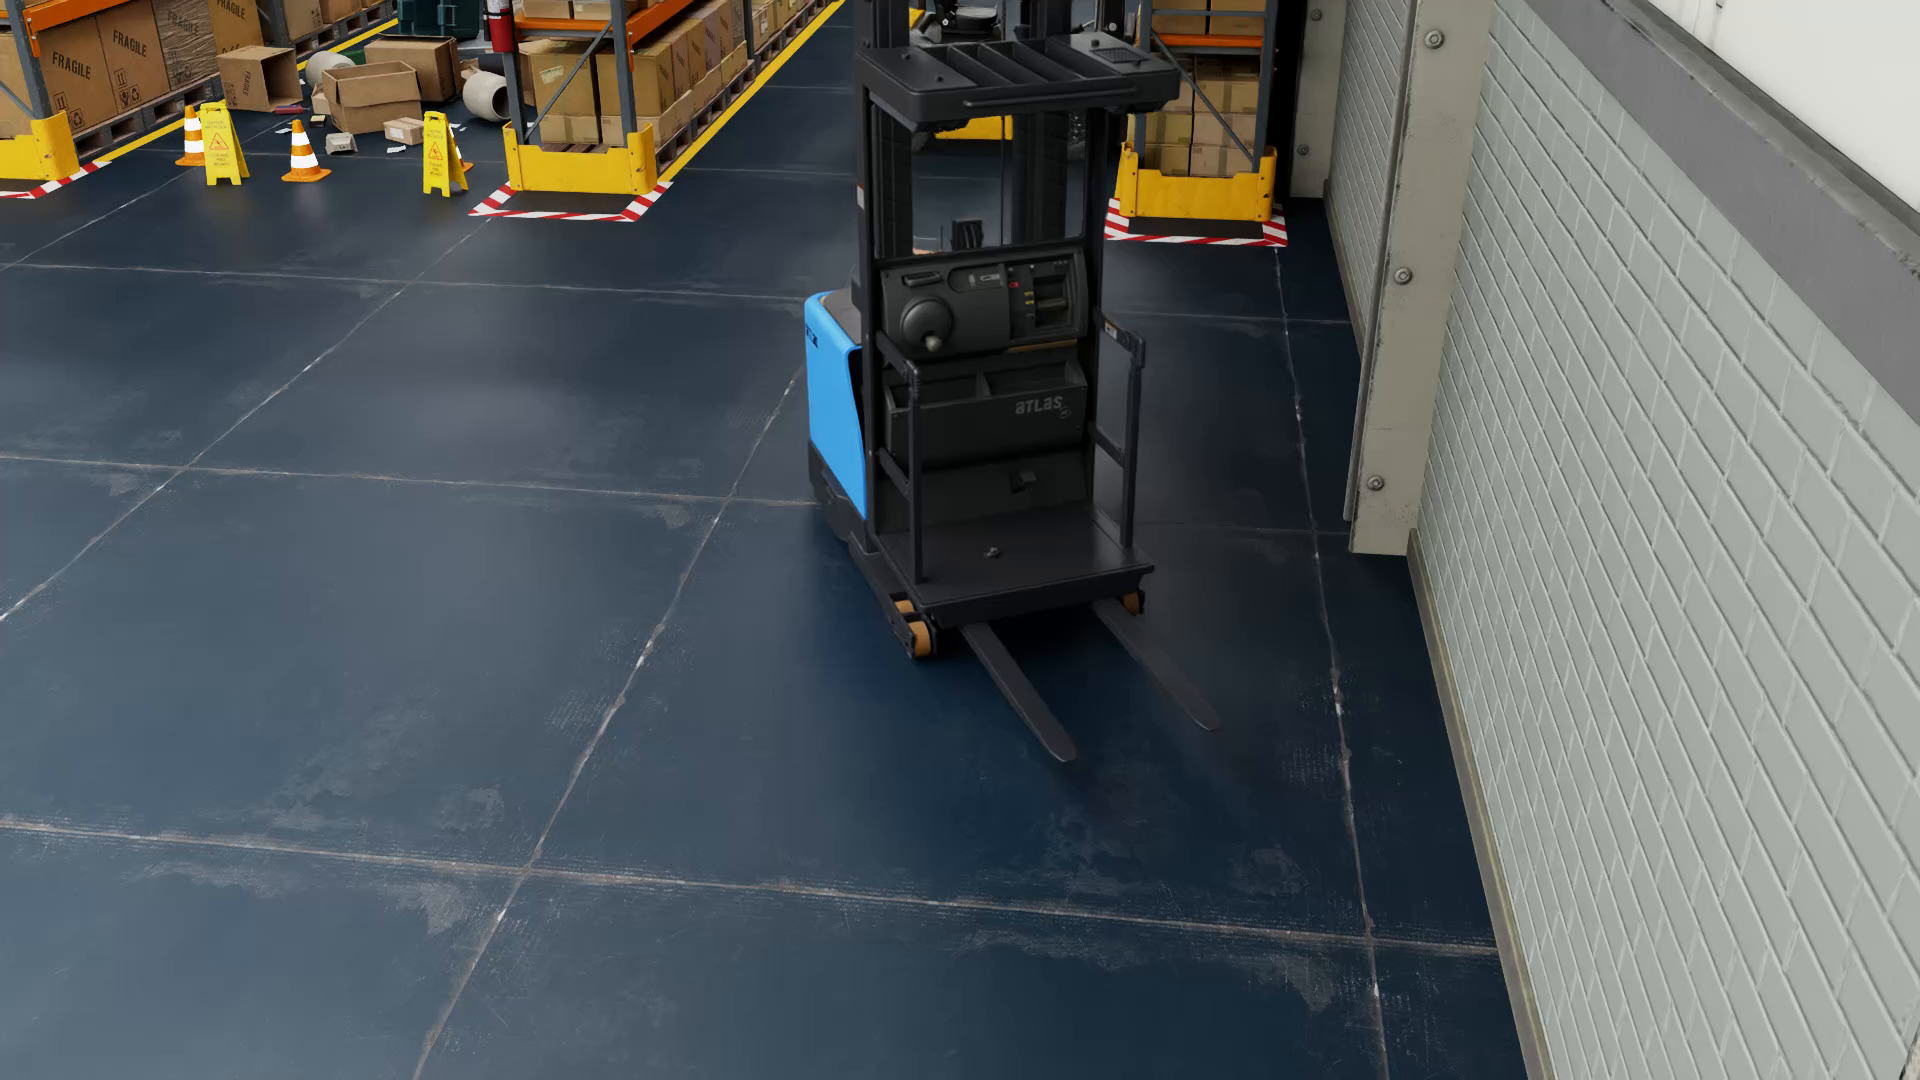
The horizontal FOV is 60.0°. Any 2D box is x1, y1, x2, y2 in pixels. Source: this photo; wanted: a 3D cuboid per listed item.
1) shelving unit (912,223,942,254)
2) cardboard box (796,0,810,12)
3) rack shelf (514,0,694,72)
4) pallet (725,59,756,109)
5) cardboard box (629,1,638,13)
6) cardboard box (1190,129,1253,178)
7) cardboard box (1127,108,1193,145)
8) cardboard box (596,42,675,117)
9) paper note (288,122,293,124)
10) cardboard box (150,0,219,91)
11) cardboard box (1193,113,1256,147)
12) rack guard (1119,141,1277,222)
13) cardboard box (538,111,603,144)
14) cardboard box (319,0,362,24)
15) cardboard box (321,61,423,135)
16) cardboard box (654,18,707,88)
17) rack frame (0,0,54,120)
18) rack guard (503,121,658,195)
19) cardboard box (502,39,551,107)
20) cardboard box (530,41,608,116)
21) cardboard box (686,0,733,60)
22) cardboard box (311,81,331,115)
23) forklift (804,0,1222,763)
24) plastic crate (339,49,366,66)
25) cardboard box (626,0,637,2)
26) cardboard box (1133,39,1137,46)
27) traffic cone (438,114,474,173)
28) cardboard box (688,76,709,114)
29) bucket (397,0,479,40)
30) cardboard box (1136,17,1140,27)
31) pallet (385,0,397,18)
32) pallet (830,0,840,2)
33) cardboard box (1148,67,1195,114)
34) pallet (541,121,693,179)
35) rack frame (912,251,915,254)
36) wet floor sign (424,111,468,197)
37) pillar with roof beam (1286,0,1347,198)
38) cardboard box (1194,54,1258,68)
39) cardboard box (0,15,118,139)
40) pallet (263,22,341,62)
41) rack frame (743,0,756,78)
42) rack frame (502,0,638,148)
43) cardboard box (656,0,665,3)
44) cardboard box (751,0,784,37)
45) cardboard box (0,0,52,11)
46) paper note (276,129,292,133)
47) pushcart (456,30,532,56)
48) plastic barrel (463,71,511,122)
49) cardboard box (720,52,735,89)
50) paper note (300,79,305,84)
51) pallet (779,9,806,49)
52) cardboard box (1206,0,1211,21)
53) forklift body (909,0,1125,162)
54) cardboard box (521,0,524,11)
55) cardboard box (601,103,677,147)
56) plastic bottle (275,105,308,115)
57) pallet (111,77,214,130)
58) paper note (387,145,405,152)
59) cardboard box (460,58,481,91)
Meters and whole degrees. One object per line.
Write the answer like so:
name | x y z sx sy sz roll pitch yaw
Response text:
shelving unit | -0.279 -1.058 8.949 0.258 1.200 0.503 7 29 13
cardboard box | -2.269 -6.362 19.223 0.950 0.372 0.625 3 28 5
rack shelf | -2.842 -4.806 14.766 1.077 0.370 4.000 3 28 6
pallet | -2.645 -4.518 16.414 1.003 0.211 1.213 3 28 6
cardboard box | -2.824 -4.338 13.404 0.380 0.149 0.250 4 29 7
cardboard box | 2.094 -3.088 13.276 0.500 0.250 0.500 3 29 6
cardboard box | 1.589 -3.336 13.209 0.500 0.250 0.500 3 28 6
cardboard box | -2.712 -3.860 13.918 0.500 0.500 0.500 2 28 4
paper note | -6.179 -3.877 15.437 0.032 0.001 0.123 20 34 32
cardboard box | -7.776 -4.837 15.863 0.875 0.875 0.875 4 29 7
cardboard box | 2.103 -3.298 13.138 0.500 0.250 0.500 4 29 7
rack guard | 1.836 -2.782 12.888 1.175 0.500 0.348 3 28 6
cardboard box | -3.252 -3.563 14.157 0.500 0.250 0.500 3 28 6
cardboard box | -7.414 -6.250 18.617 1.050 0.750 0.750 3 28 6
cardboard box | -5.385 -4.056 15.248 0.797 0.503 0.637 -17 33 -29
cardboard box | -2.583 -4.342 14.813 0.500 0.500 0.500 4 29 7
rack frame | -8.013 -4.421 13.294 1.000 3.000 0.127 3 28 6
rack guard | -3.078 -3.116 13.507 1.175 0.500 0.348 3 28 6
cardboard box | -4.079 -4.539 16.146 0.500 0.500 0.500 -24 36 -37
cardboard box | -3.248 -3.878 13.951 0.500 0.500 0.500 4 29 7
cardboard box | -2.464 -4.835 15.727 0.500 0.500 0.500 4 29 7
cardboard box | -5.905 -4.184 15.737 0.396 0.266 0.258 8 29 15
forklift | 0.188 -0.991 6.999 1.130 2.935 3.031 -10 30 -17
plastic crate | -6.244 -4.933 17.149 0.450 0.188 0.662 9 28 37
cardboard box | -2.754 -4.563 13.138 0.500 0.500 0.500 3 28 5
cardboard box | 1.695 -4.022 13.956 0.500 0.250 0.500 4 29 7
traffic cone | -4.315 -3.341 13.965 0.336 0.463 0.334 3 28 6
cardboard box | -2.590 -4.016 14.999 0.500 0.250 0.500 5 29 10
bucket | -5.251 -5.334 16.837 0.726 0.611 0.620 14 21 24
cardboard box | 1.836 -4.507 14.856 0.500 0.250 0.500 4 29 8
pallet | -7.204 -6.592 20.264 1.003 0.211 1.213 3 28 6
pallet | -1.936 -7.086 21.180 1.003 0.211 1.213 3 28 6
cardboard box | 1.586 -3.544 13.067 0.500 0.250 0.500 4 29 8
pallet | -2.944 -3.369 14.282 1.003 0.211 1.213 3 28 6
rack frame | -0.344 -0.947 8.741 0.240 1.200 0.015 7 29 13
wet floor sign | -4.173 -3.117 13.356 0.267 0.644 0.232 14 31 24
pillar with roof beam | -1.453 -7.061 11.868 9.100 9.000 0.400 3 28 6
cardboard box | 2.144 -3.759 13.468 0.500 0.250 0.500 3 28 6
cardboard box | -7.995 -3.994 14.298 0.875 0.875 0.875 4 29 6
pallet | -7.503 -5.444 18.132 1.003 0.211 1.213 3 28 6
rack frame | -2.597 -6.064 16.343 1.000 3.000 0.127 3 28 6
rack frame | -3.087 -4.181 12.848 1.000 3.000 0.127 3 28 6
cardboard box | -2.634 -4.575 13.844 0.380 0.149 0.250 4 29 7
cardboard box | -2.451 -5.677 17.954 0.950 0.372 0.625 5 29 9
cardboard box | -8.012 -4.664 13.587 0.875 0.550 0.550 3 28 6
paper note | -6.141 -3.733 15.149 0.144 0.017 0.142 14 31 24
pushcart | -4.866 -5.018 17.167 1.648 0.377 0.936 -6 29 -11
plastic barrel | -4.337 -4.107 15.427 0.421 0.421 0.512 -24 36 -37
cardboard box | -2.458 -4.493 15.884 0.500 0.250 0.500 3 28 5
paper note | -6.706 -4.628 16.808 0.147 0.020 0.142 -17 33 -29
pallet | -2.356 -5.779 18.754 1.003 0.211 1.213 3 28 6
cardboard box | 2.217 -4.402 13.153 0.500 0.500 0.500 4 29 8
forklift body | 0.261 -4.519 14.371 2.313 2.155 1.214 3 28 6
cardboard box | -3.333 -4.385 13.491 0.380 0.149 0.250 3 28 6
cardboard box | -2.714 -3.519 14.076 0.500 0.250 0.500 3 28 6
plastic bottle | -6.331 -4.080 15.759 0.283 0.061 0.133 -6 29 -11
pallet | -7.840 -4.147 15.725 1.003 0.211 1.213 3 28 6
paper note | -4.947 -3.434 14.593 0.148 0.019 0.142 -6 29 -11
cardboard box | -4.827 -4.601 16.511 0.258 0.266 0.396 -17 33 -29
